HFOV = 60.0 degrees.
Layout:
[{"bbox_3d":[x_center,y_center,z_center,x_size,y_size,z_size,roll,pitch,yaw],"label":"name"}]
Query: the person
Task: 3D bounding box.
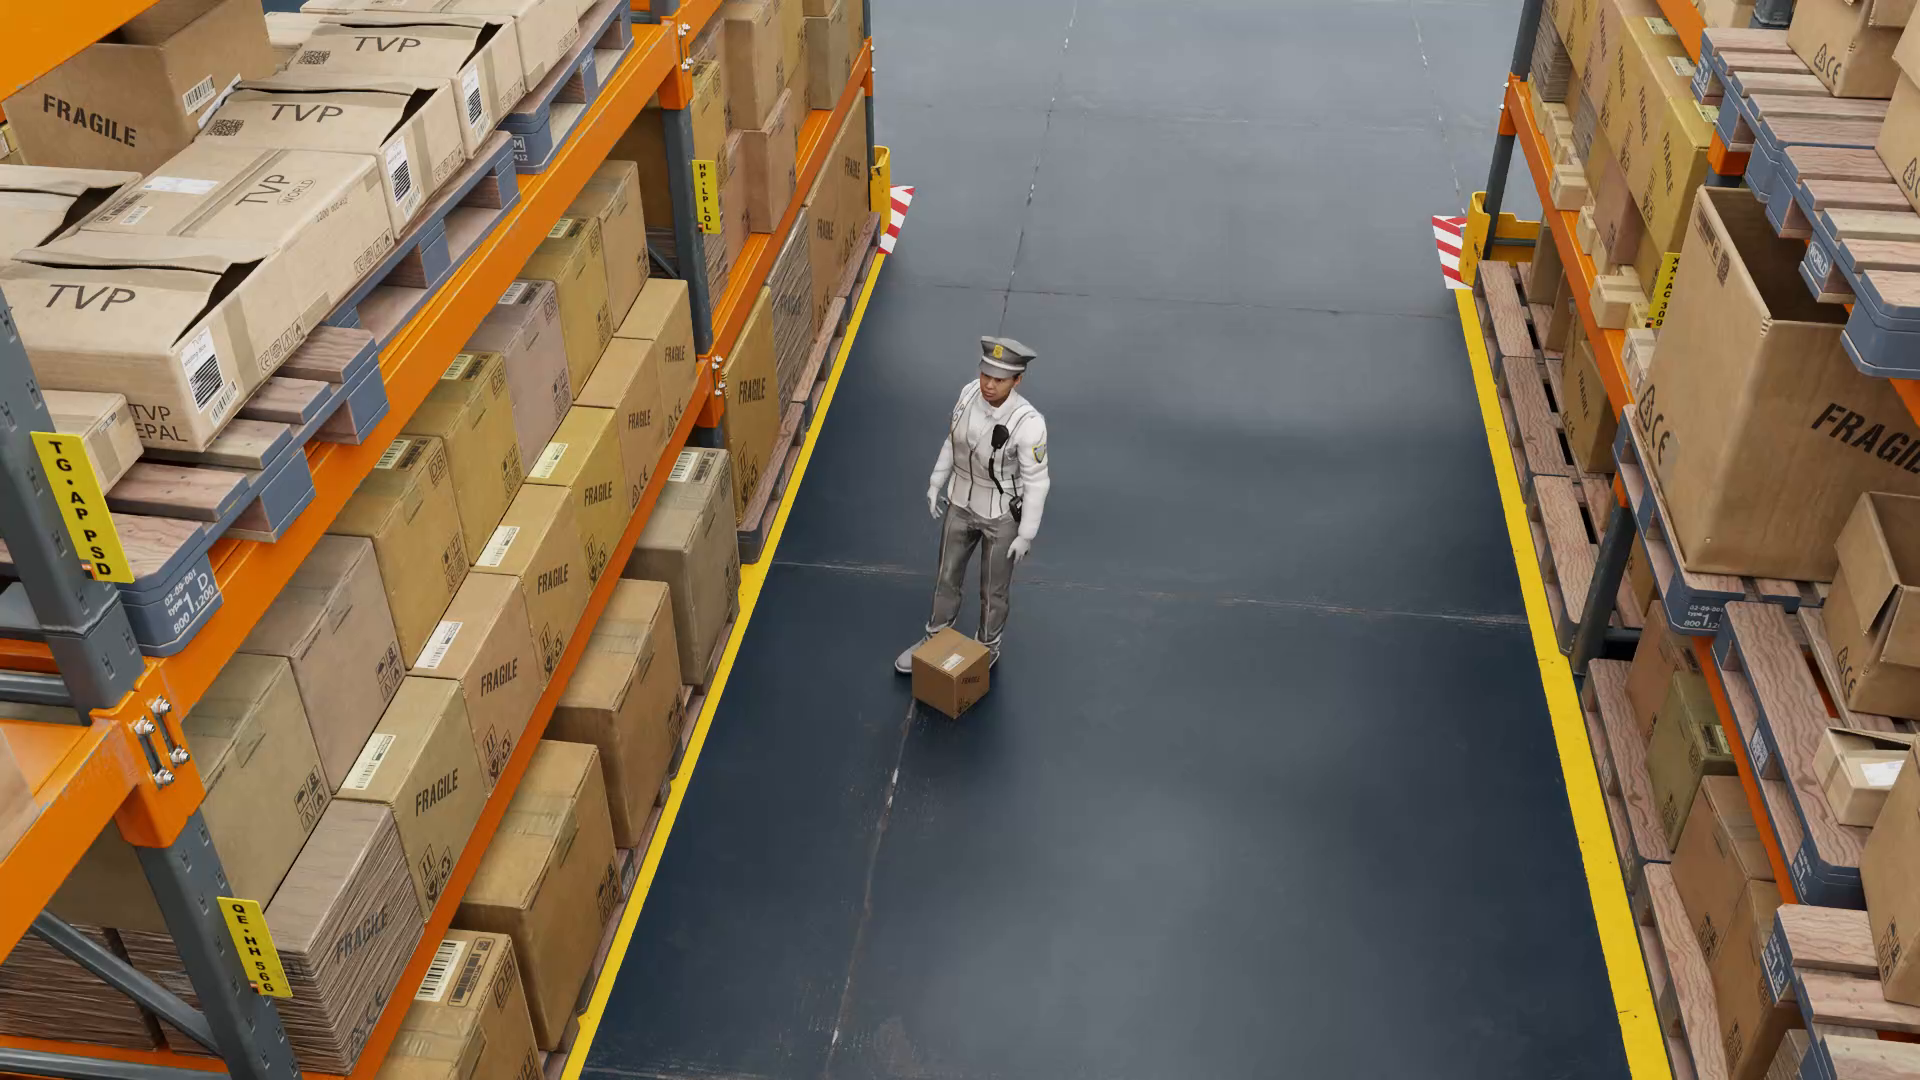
[{"bbox_3d":[0.071,-0.101,7.132,0.588,1.696,0.532,27,44,32],"label":"person"}]
